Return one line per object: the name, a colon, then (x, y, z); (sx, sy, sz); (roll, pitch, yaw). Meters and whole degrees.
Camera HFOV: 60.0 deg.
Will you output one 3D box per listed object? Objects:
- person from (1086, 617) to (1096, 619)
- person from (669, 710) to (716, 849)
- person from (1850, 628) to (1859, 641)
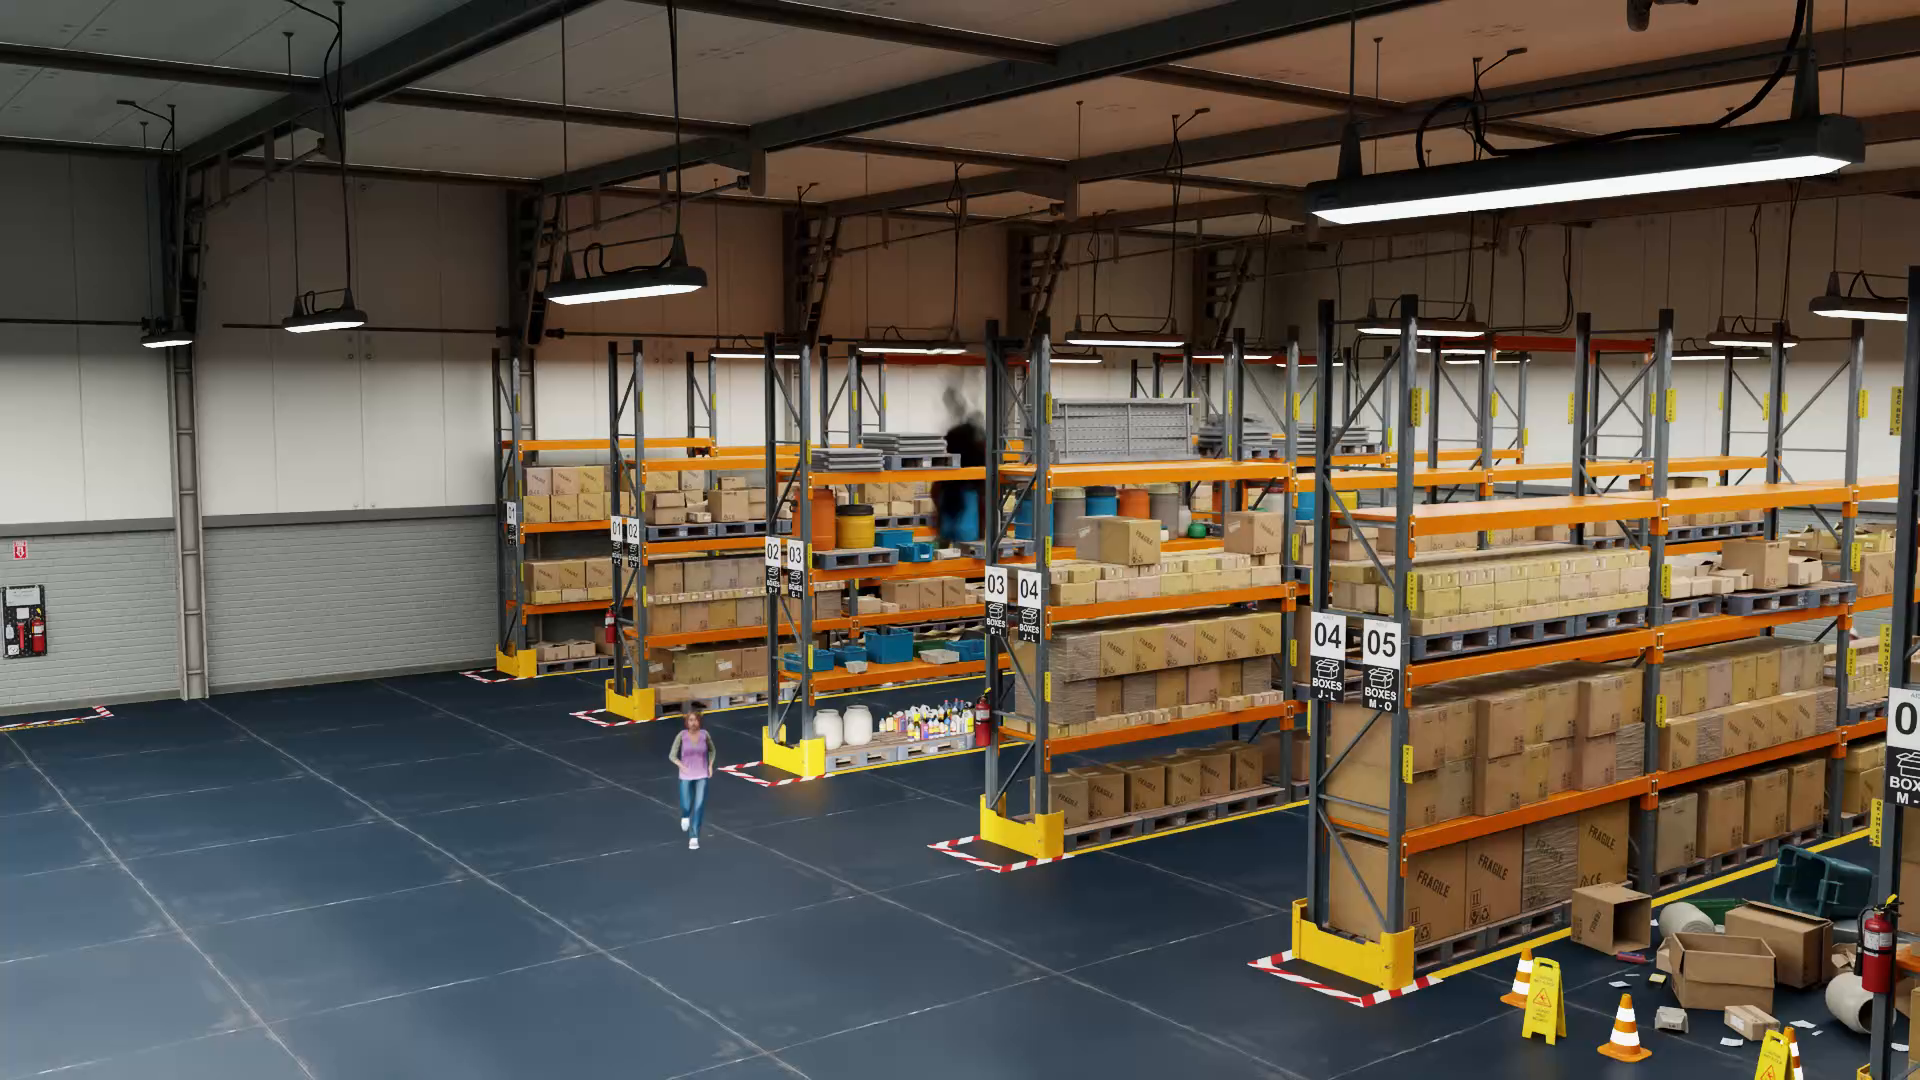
person: (2.069, 1.813, 28.159); (0.838, 1.857, 0.708); (-4, 6, -37)
person: (-3.054, 2.761, 19.054); (0.542, 1.470, 0.625); (-1, 5, -15)
person: (12.938, 2.156, 24.126); (0.988, 1.789, 0.669); (-3, 6, -34)
